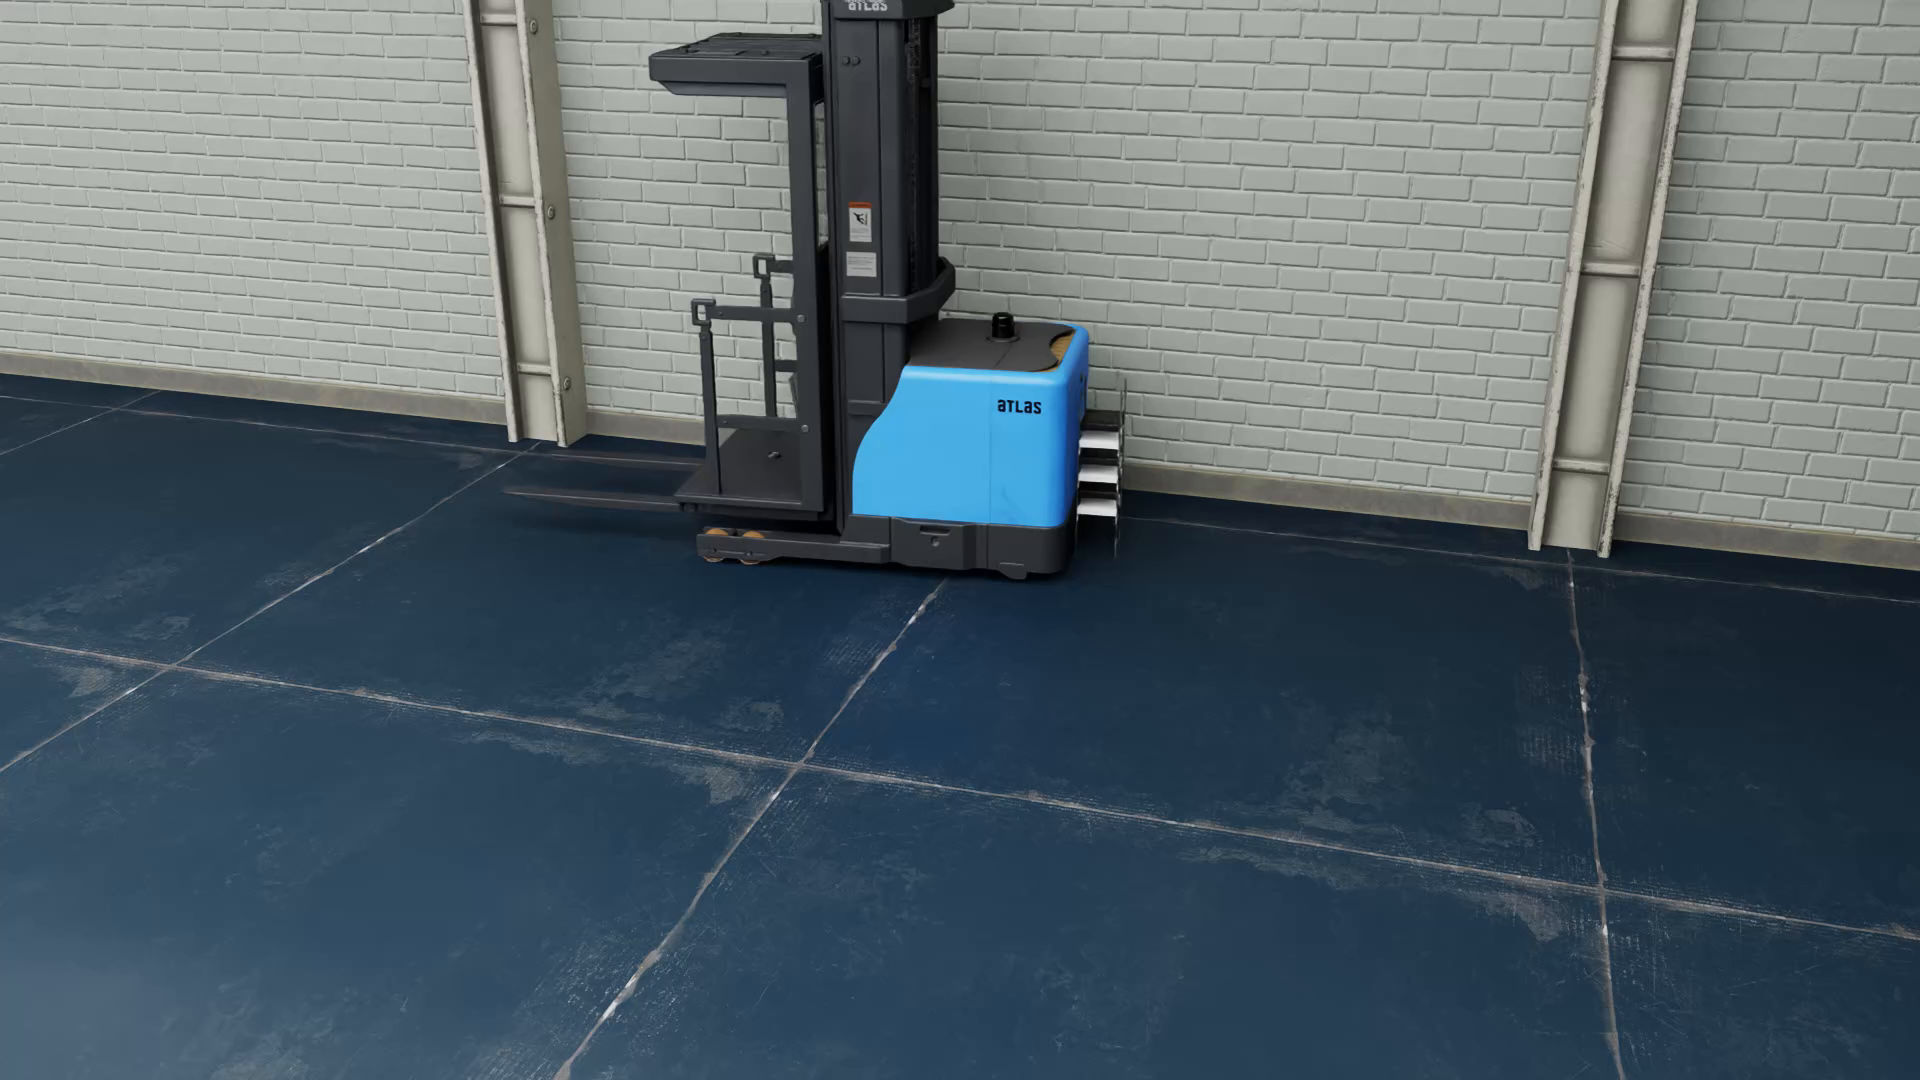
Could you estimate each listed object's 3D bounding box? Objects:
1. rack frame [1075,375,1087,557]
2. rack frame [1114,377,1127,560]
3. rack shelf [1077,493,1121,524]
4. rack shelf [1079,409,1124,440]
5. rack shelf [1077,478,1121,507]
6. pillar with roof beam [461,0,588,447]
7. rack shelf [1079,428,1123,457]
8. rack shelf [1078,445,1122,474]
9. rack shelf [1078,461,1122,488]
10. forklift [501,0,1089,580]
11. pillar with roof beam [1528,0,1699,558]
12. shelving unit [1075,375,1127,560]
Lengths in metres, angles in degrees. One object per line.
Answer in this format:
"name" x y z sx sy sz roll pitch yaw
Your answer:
"rack frame" 0.618 -0.375 8.500 0.006 0.900 0.240 4 23 10
"rack frame" 0.817 -0.361 8.464 0.006 0.900 0.240 4 23 10
"rack shelf" 0.718 -0.171 8.563 0.200 0.077 0.258 4 23 10
"rack shelf" 0.718 -0.587 8.392 0.200 0.077 0.258 4 23 10
"rack shelf" 0.718 -0.254 8.529 0.200 0.077 0.258 4 23 10
"pillar with roof beam" -3.795 -3.243 4.818 0.400 9.000 9.100 7 23 16
"rack shelf" 0.718 -0.504 8.426 0.200 0.077 0.258 4 23 10
"rack shelf" 0.718 -0.421 8.460 0.200 0.077 0.258 4 23 10
"rack shelf" 0.718 -0.337 8.495 0.200 0.077 0.258 4 23 10
"forklift" -0.881 -1.420 8.370 3.031 2.935 1.130 4 23 10
"pillar with roof beam" 1.950 -2.585 3.214 0.400 9.000 9.100 7 23 16
"shelving unit" 0.718 -0.368 8.482 0.210 0.900 0.258 4 23 10
